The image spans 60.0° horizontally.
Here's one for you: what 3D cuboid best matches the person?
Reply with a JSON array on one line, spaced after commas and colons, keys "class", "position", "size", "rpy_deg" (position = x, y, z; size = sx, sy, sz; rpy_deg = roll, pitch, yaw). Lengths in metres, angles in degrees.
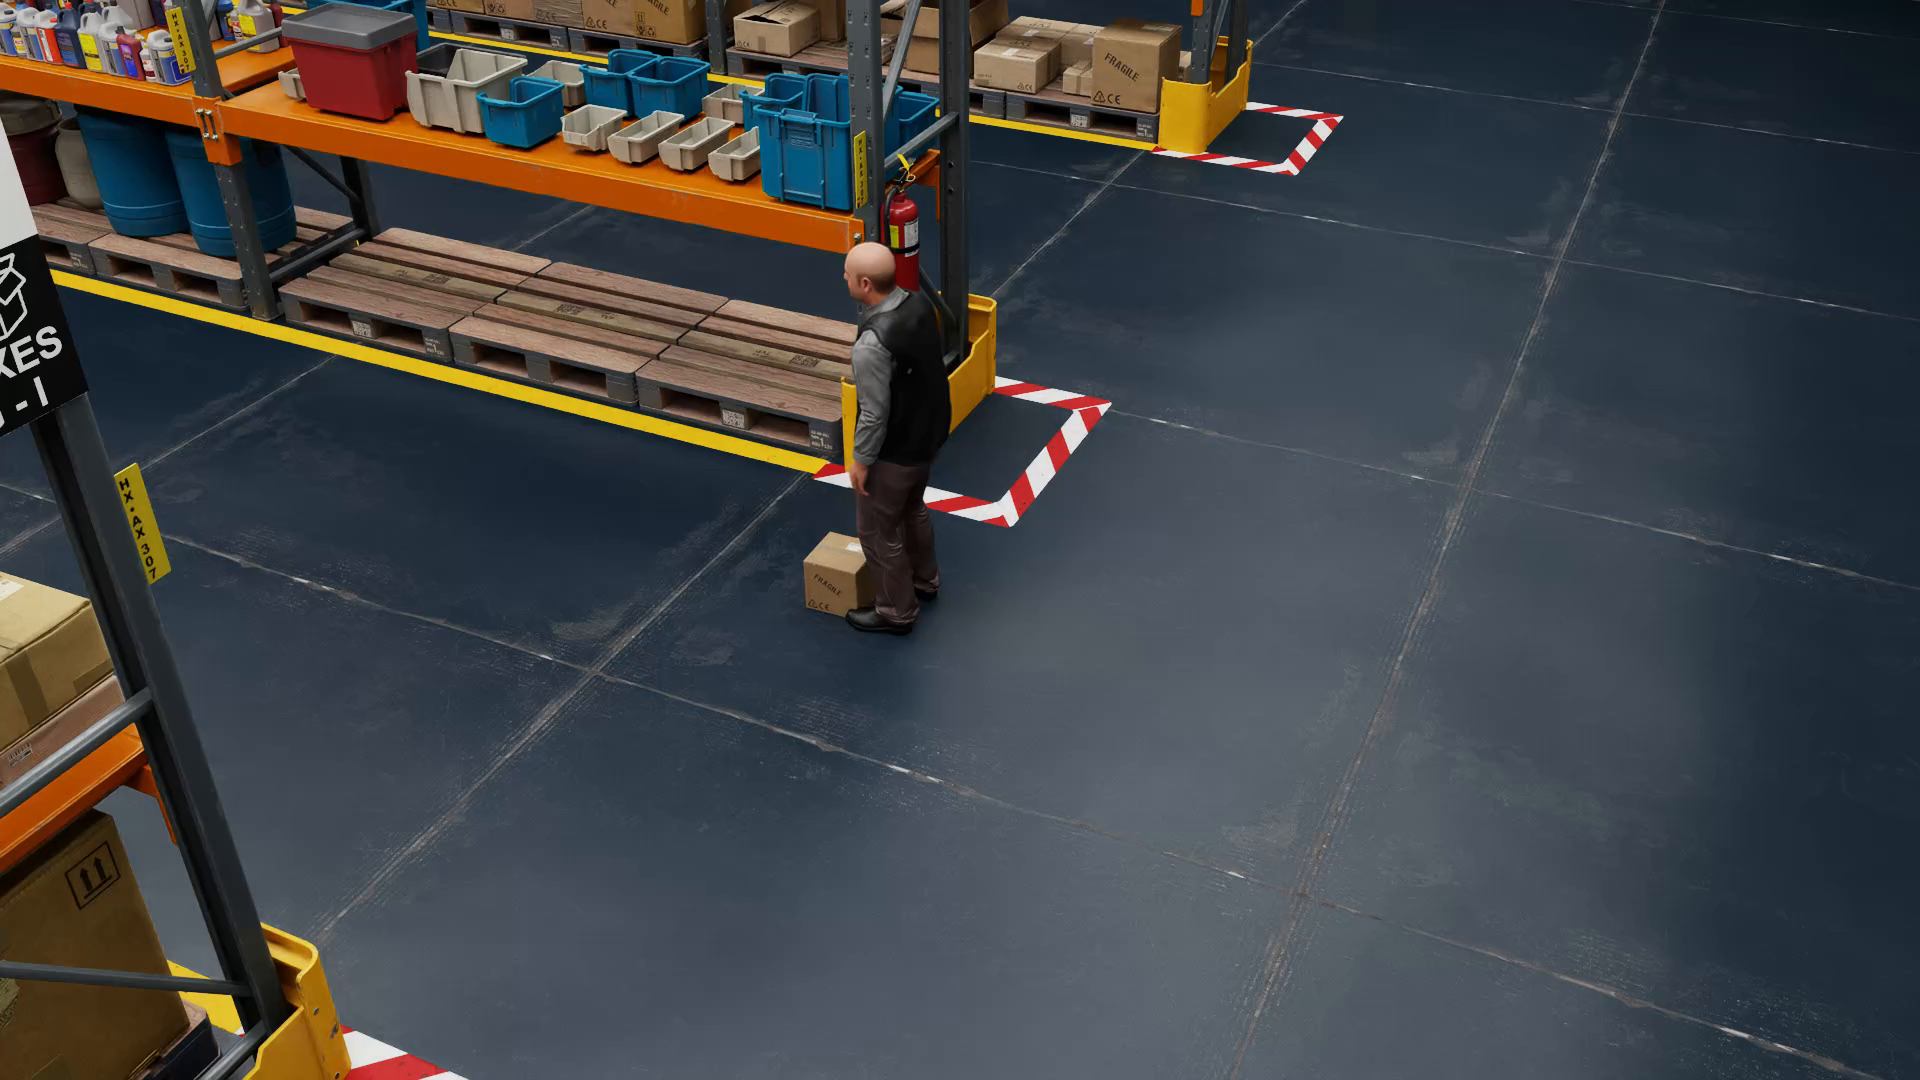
[{"class": "person", "position": [-0.253, -0.353, 6.789], "size": [0.412, 1.618, 0.586], "rpy_deg": [14, 36, 20]}]
